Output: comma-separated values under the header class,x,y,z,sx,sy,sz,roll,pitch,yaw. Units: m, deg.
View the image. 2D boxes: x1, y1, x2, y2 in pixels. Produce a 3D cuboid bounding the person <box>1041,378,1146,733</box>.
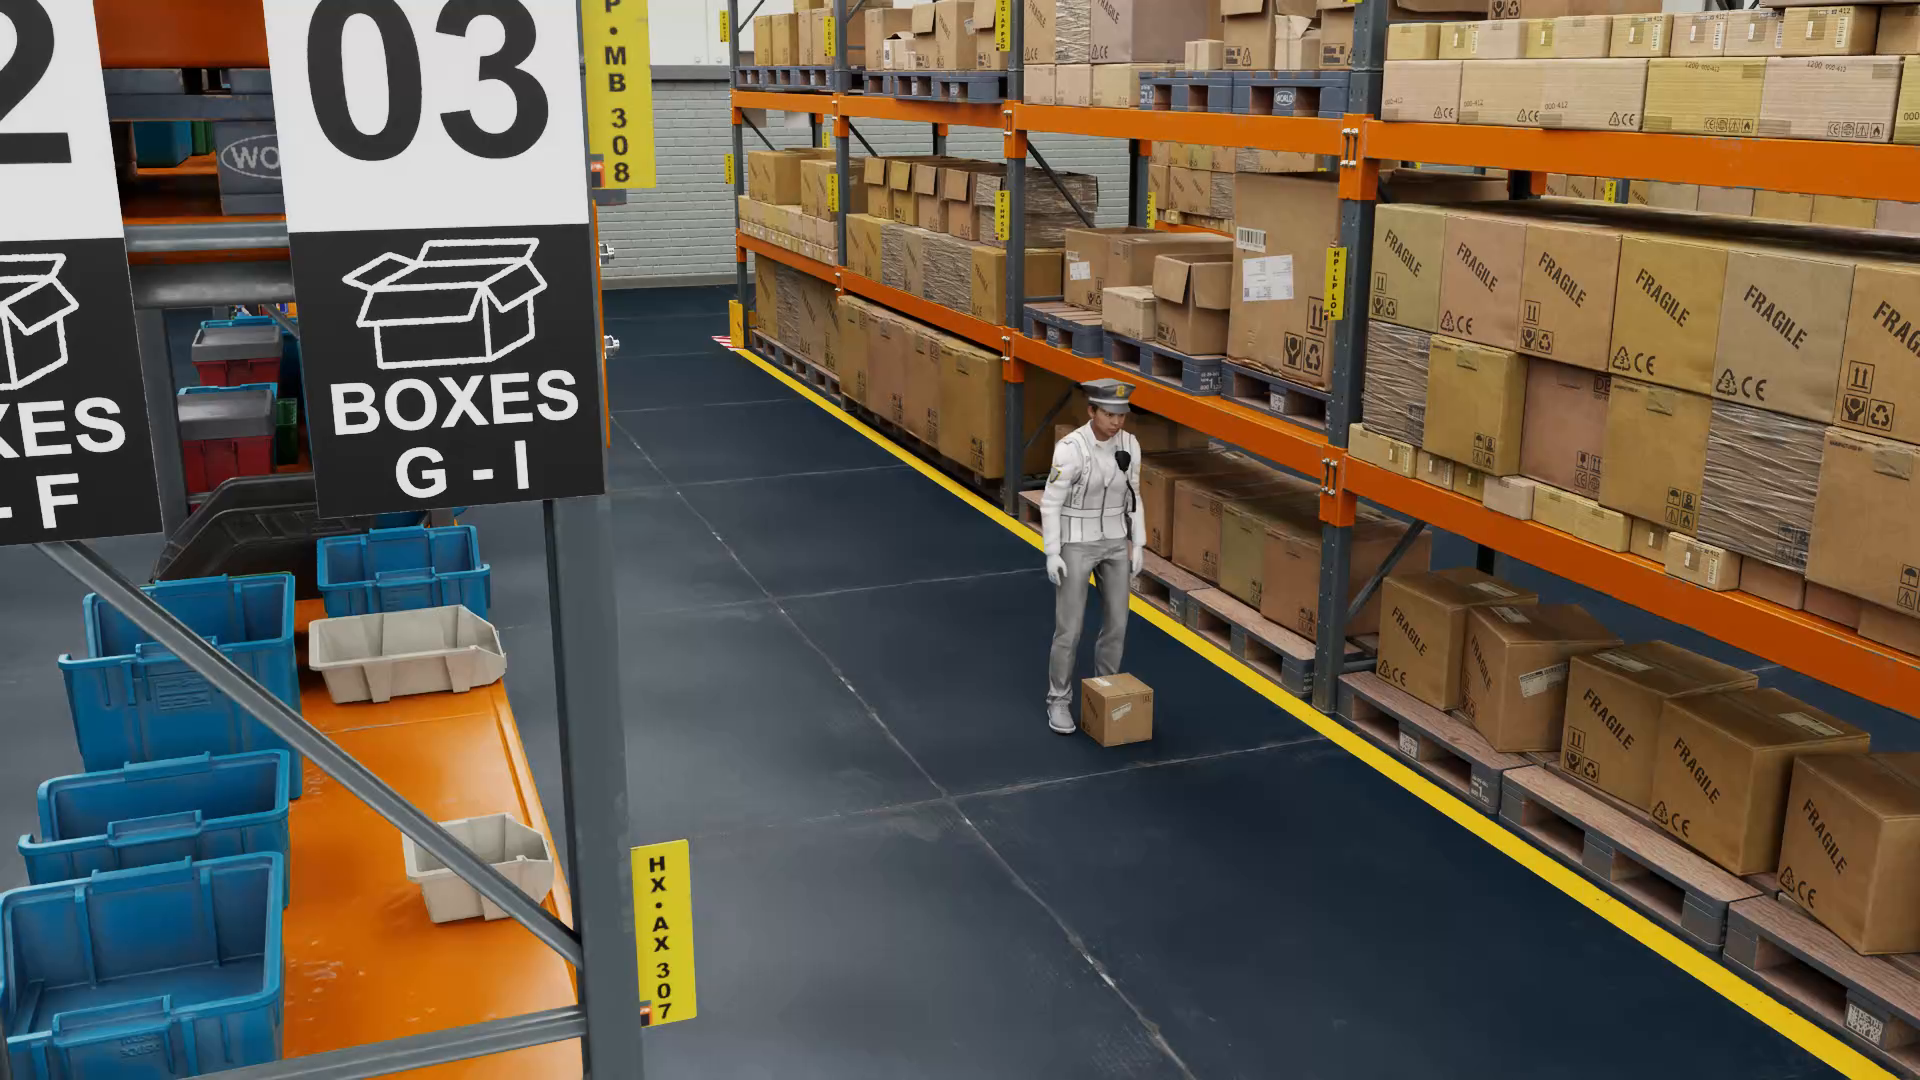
class,x,y,z,sx,sy,sz,roll,pitch,yaw
person,0.636,0.055,7.825,0.532,1.663,0.372,-7,17,-23
